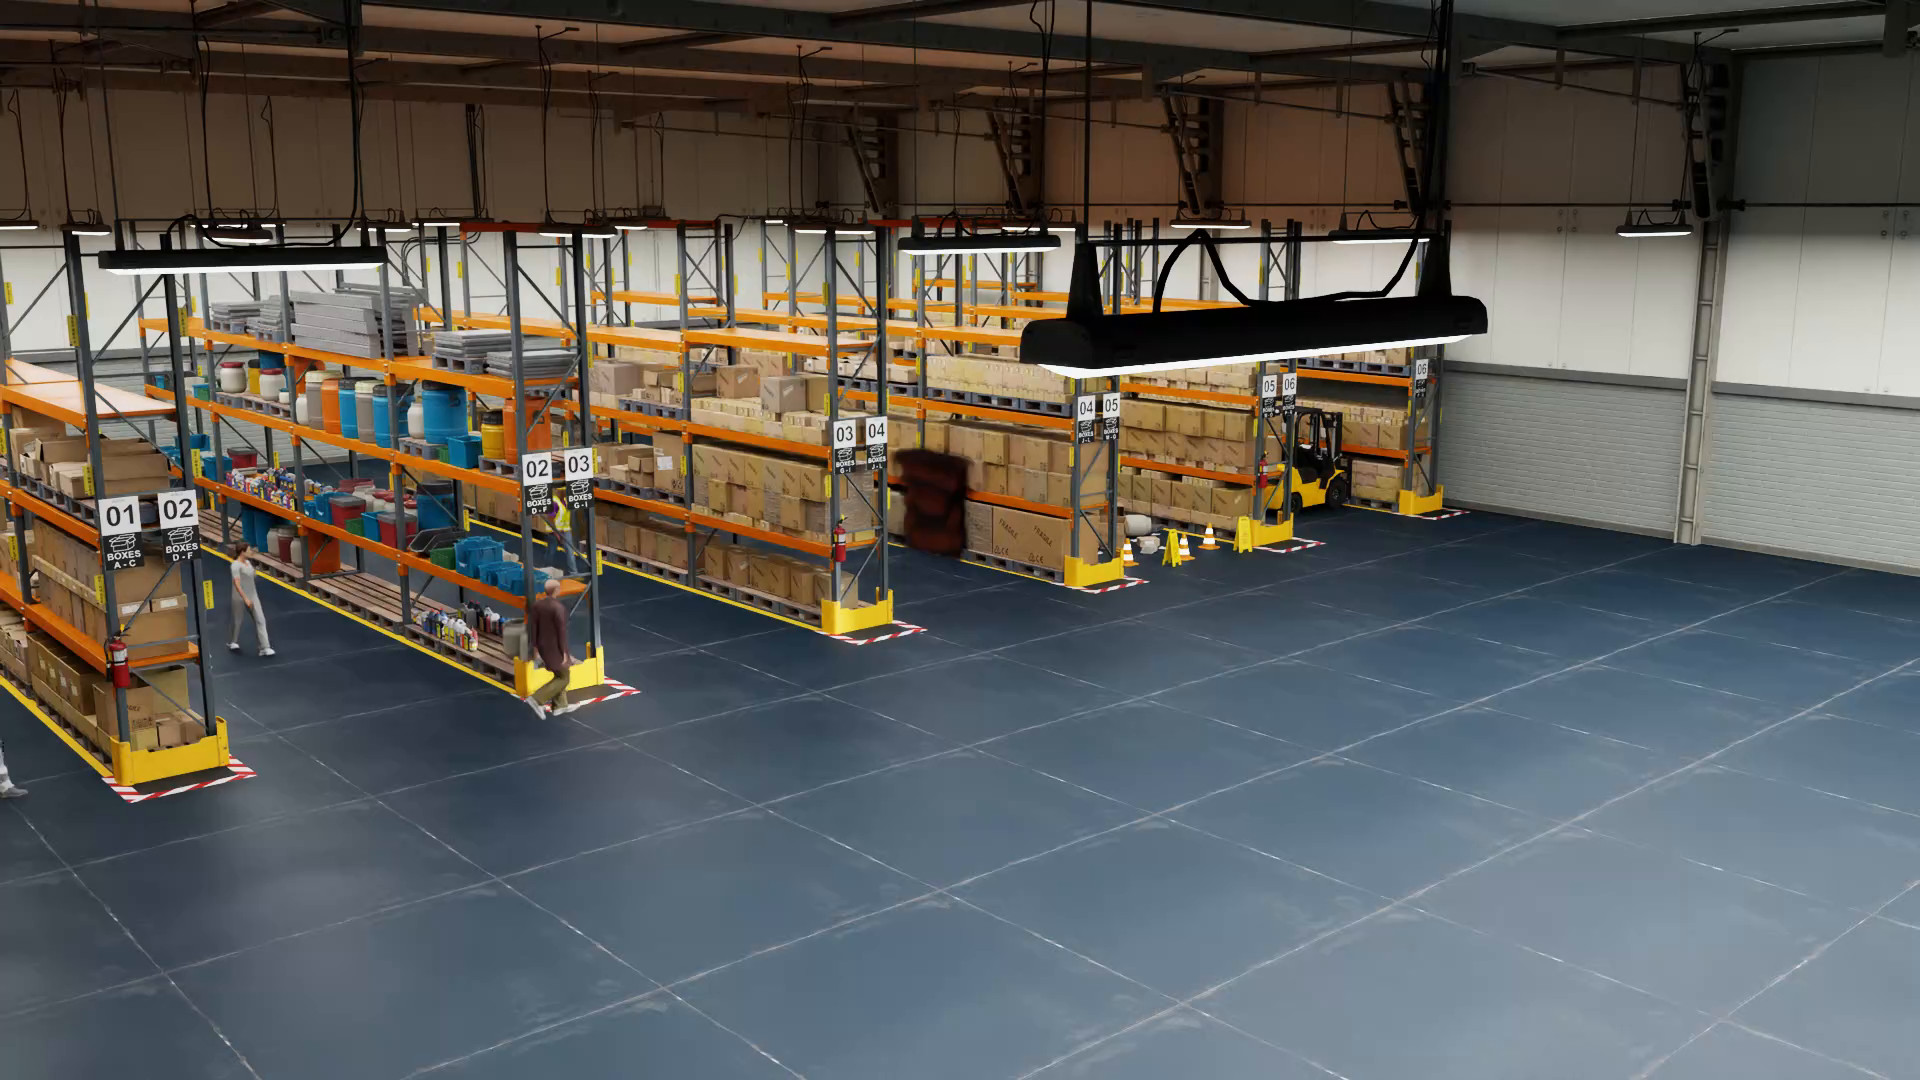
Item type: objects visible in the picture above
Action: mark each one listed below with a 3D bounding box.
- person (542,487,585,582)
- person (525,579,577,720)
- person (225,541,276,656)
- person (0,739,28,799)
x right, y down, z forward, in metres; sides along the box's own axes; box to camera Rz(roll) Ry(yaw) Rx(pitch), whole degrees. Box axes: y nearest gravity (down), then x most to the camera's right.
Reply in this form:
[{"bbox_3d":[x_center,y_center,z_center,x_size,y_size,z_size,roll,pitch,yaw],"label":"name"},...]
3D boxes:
[{"bbox_3d":[-6.812,-0.147,28.245,0.489,1.719,1.054,-10,15,-41],"label":"person"},{"bbox_3d":[-5.107,1.372,20.644,0.782,1.718,0.626,-9,15,-38],"label":"person"},{"bbox_3d":[-10.166,0.826,23.644,1.006,1.628,0.382,10,15,41],"label":"person"},{"bbox_3d":[-10.606,1.940,17.825,1.067,1.739,0.465,5,12,23],"label":"person"}]
